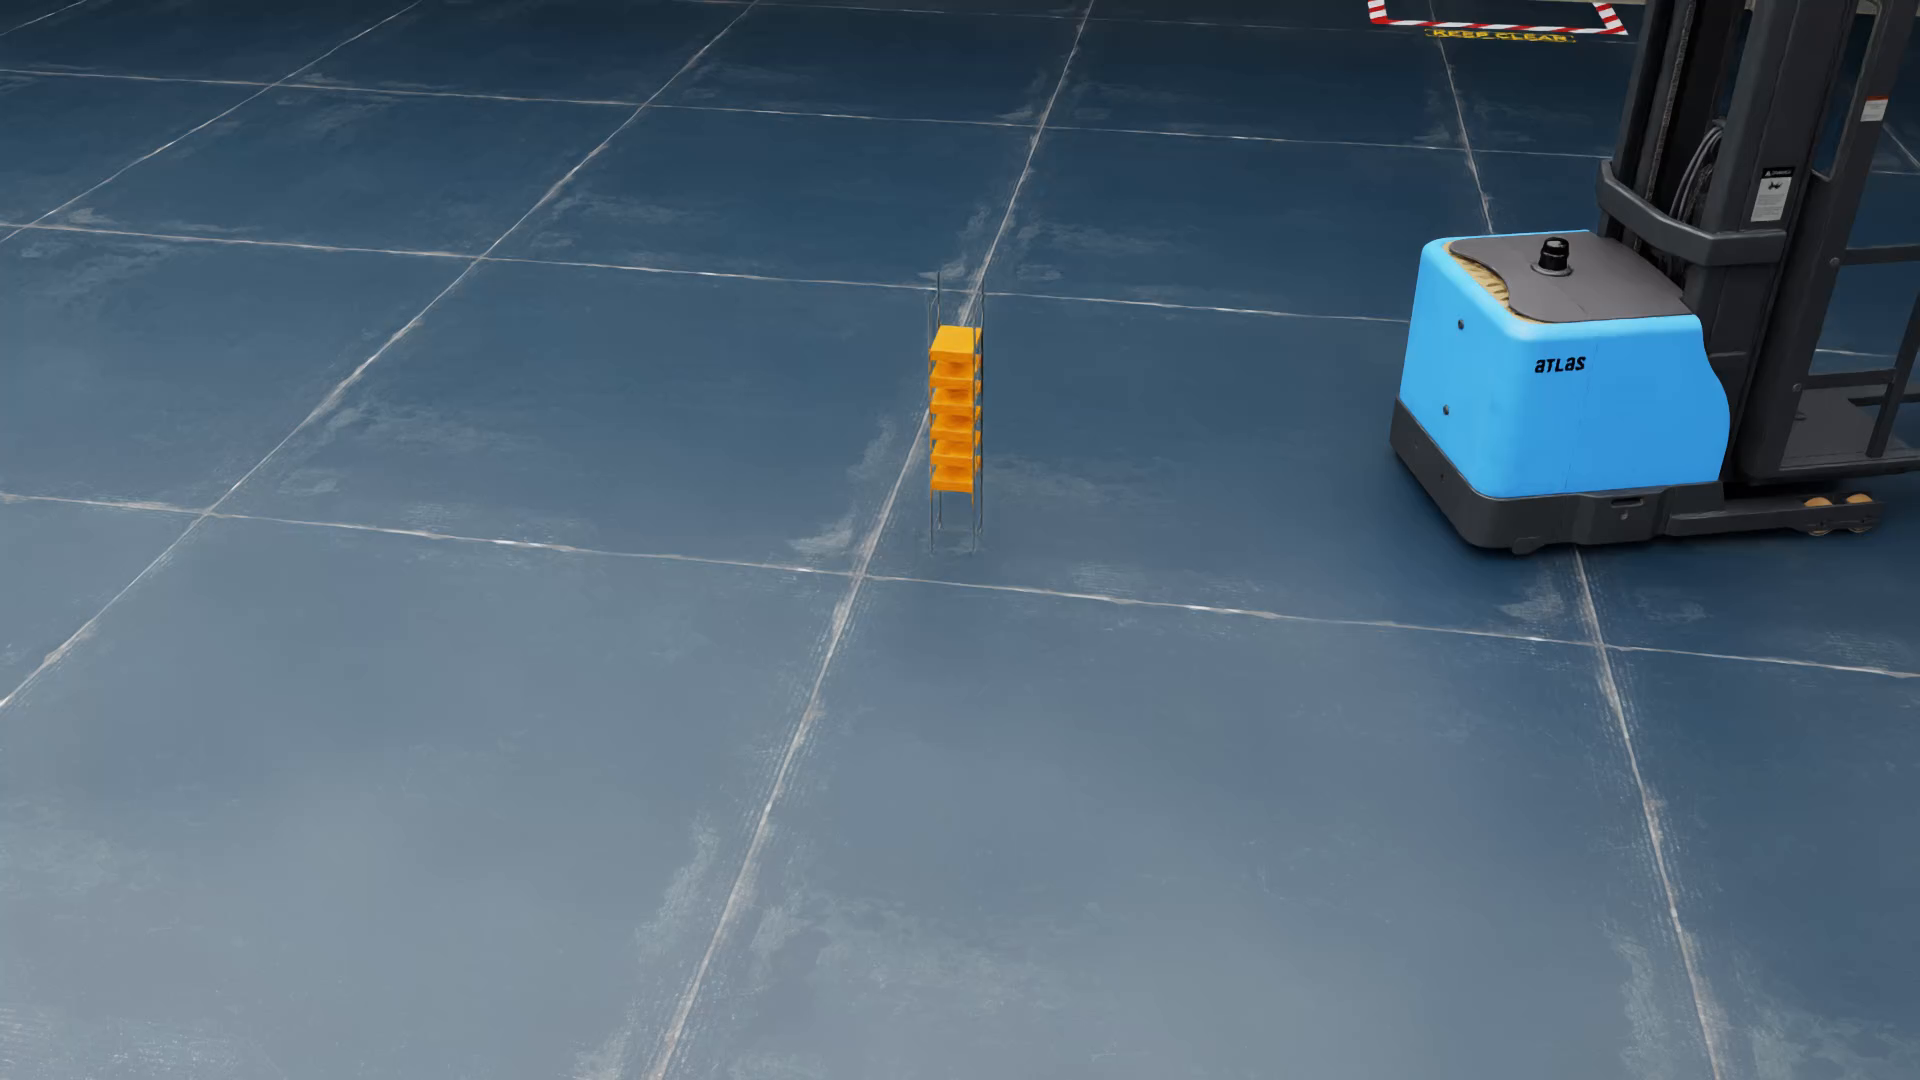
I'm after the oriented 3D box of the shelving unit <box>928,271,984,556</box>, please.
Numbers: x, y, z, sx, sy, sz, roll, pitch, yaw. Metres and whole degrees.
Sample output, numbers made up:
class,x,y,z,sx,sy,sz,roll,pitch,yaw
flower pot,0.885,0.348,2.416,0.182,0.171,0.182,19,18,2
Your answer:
class,x,y,z,sx,sy,sz,roll,pitch,yaw
shelving unit,-0.014,-0.510,6.934,0.189,1.200,0.258,5,32,8

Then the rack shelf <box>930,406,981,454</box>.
class,x,y,z,sx,sy,sz,roll,pitch,yaw
rack shelf,-0.014,-0.472,6.957,0.180,0.103,0.258,5,32,8

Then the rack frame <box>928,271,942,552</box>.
class,x,y,z,sx,sy,sz,roll,pitch,yaw
rack frame,-0.104,-0.518,6.947,0.006,1.200,0.240,5,32,8

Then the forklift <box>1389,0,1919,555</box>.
class,x,y,z,sx,sy,sz,roll,pitch,yaw
forklift,3.589,-1.534,6.938,3.031,2.935,1.130,-5,32,-7

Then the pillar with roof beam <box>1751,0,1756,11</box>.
class,x,y,z,sx,sy,sz,roll,pitch,yaw
pillar with roof beam,6.490,-6.204,8.681,0.400,9.000,9.100,5,32,8

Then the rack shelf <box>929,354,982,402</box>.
class,x,y,z,sx,sy,sz,roll,pitch,yaw
rack shelf,-0.014,-0.676,6.830,0.180,0.103,0.258,5,32,8

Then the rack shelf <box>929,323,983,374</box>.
class,x,y,z,sx,sy,sz,roll,pitch,yaw
rack shelf,-0.014,-0.777,6.766,0.180,0.103,0.258,5,32,8

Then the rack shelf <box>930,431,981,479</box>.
class,x,y,z,sx,sy,sz,roll,pitch,yaw
rack shelf,-0.014,-0.370,7.021,0.180,0.103,0.258,5,32,8

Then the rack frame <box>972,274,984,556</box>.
class,x,y,z,sx,sy,sz,roll,pitch,yaw
rack frame,0.076,-0.502,6.921,0.006,1.200,0.240,5,32,8

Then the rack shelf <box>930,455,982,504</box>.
class,x,y,z,sx,sy,sz,roll,pitch,yaw
rack shelf,-0.014,-0.269,7.085,0.180,0.103,0.258,5,32,8

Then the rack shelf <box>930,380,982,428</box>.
class,x,y,z,sx,sy,sz,roll,pitch,yaw
rack shelf,-0.014,-0.574,6.894,0.180,0.103,0.258,5,32,8
